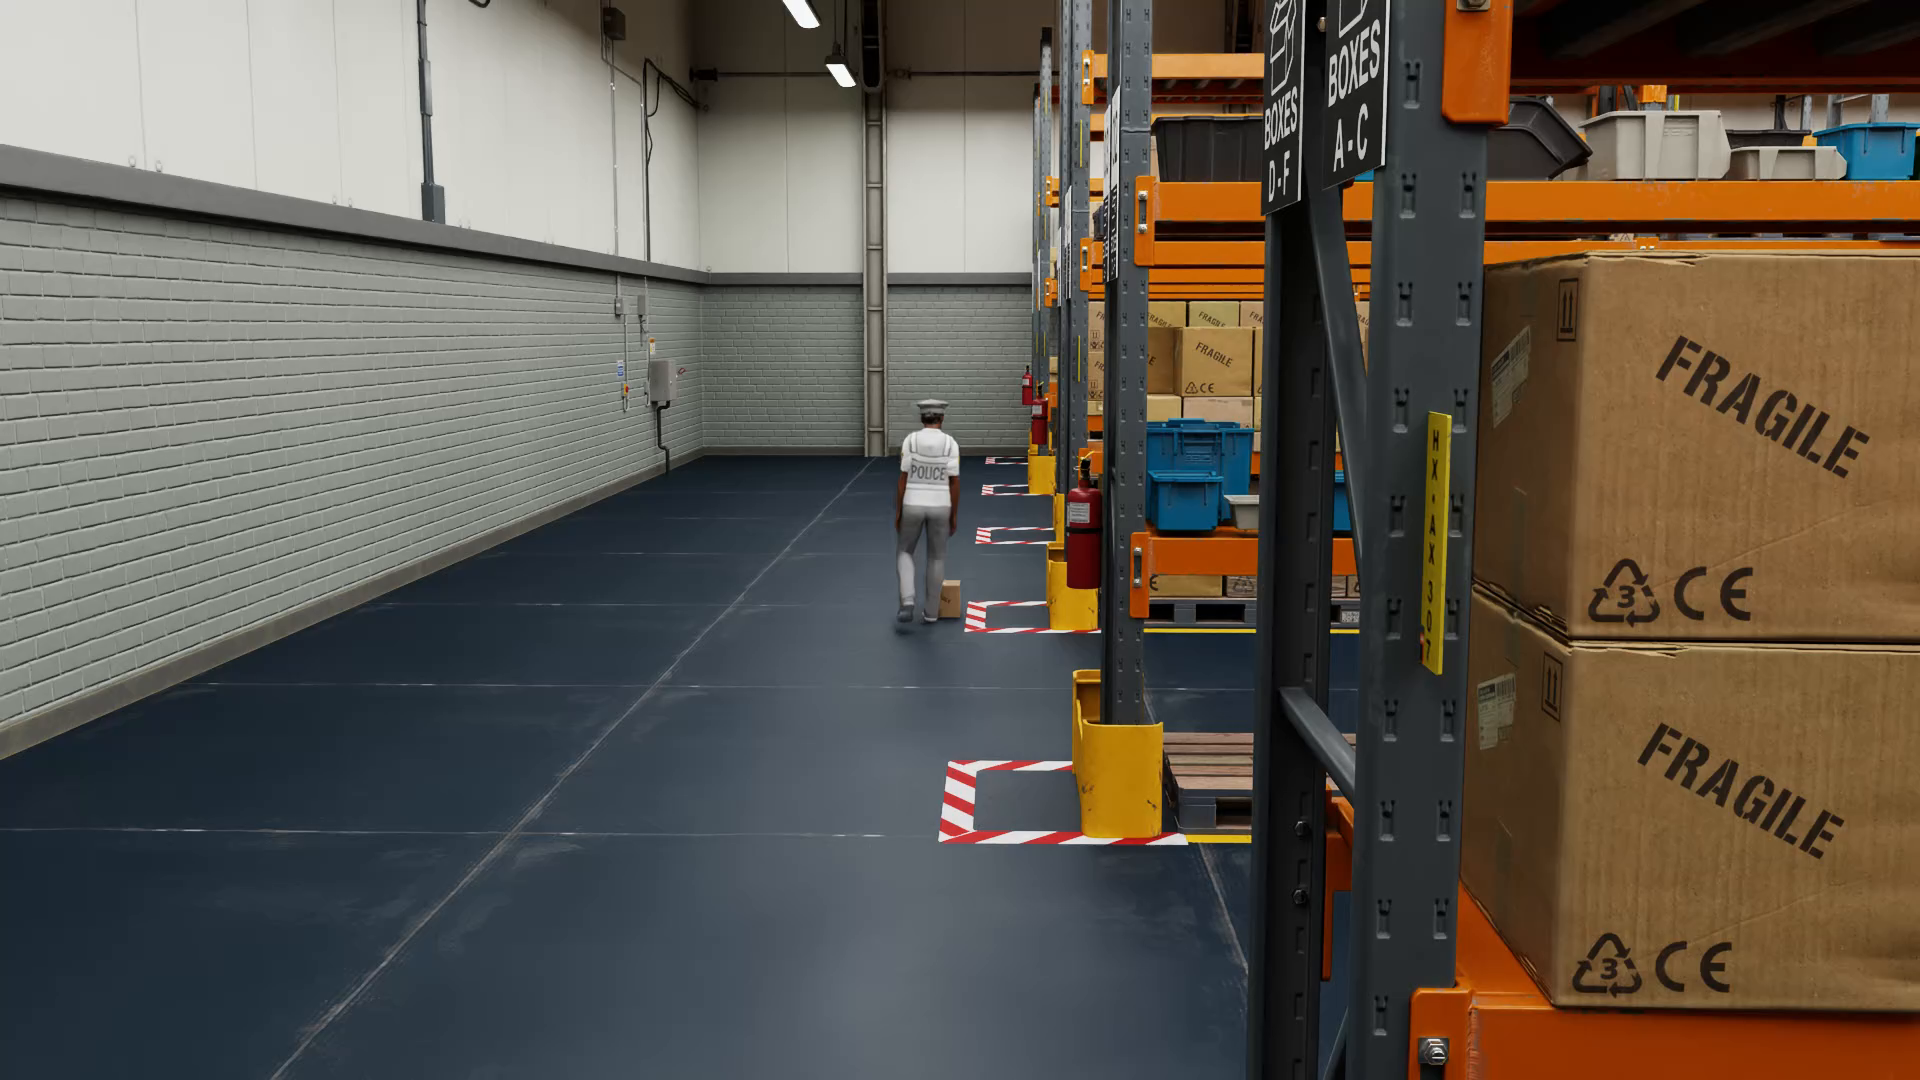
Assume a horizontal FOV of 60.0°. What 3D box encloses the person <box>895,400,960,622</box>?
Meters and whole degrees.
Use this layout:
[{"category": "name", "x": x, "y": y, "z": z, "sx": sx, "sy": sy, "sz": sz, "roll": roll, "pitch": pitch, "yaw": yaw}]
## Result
[{"category": "person", "x": -0.243, "y": -0.210, "z": 12.243, "sx": 0.477, "sy": 1.647, "sz": 0.540, "roll": 0, "pitch": 7, "yaw": -2}]
